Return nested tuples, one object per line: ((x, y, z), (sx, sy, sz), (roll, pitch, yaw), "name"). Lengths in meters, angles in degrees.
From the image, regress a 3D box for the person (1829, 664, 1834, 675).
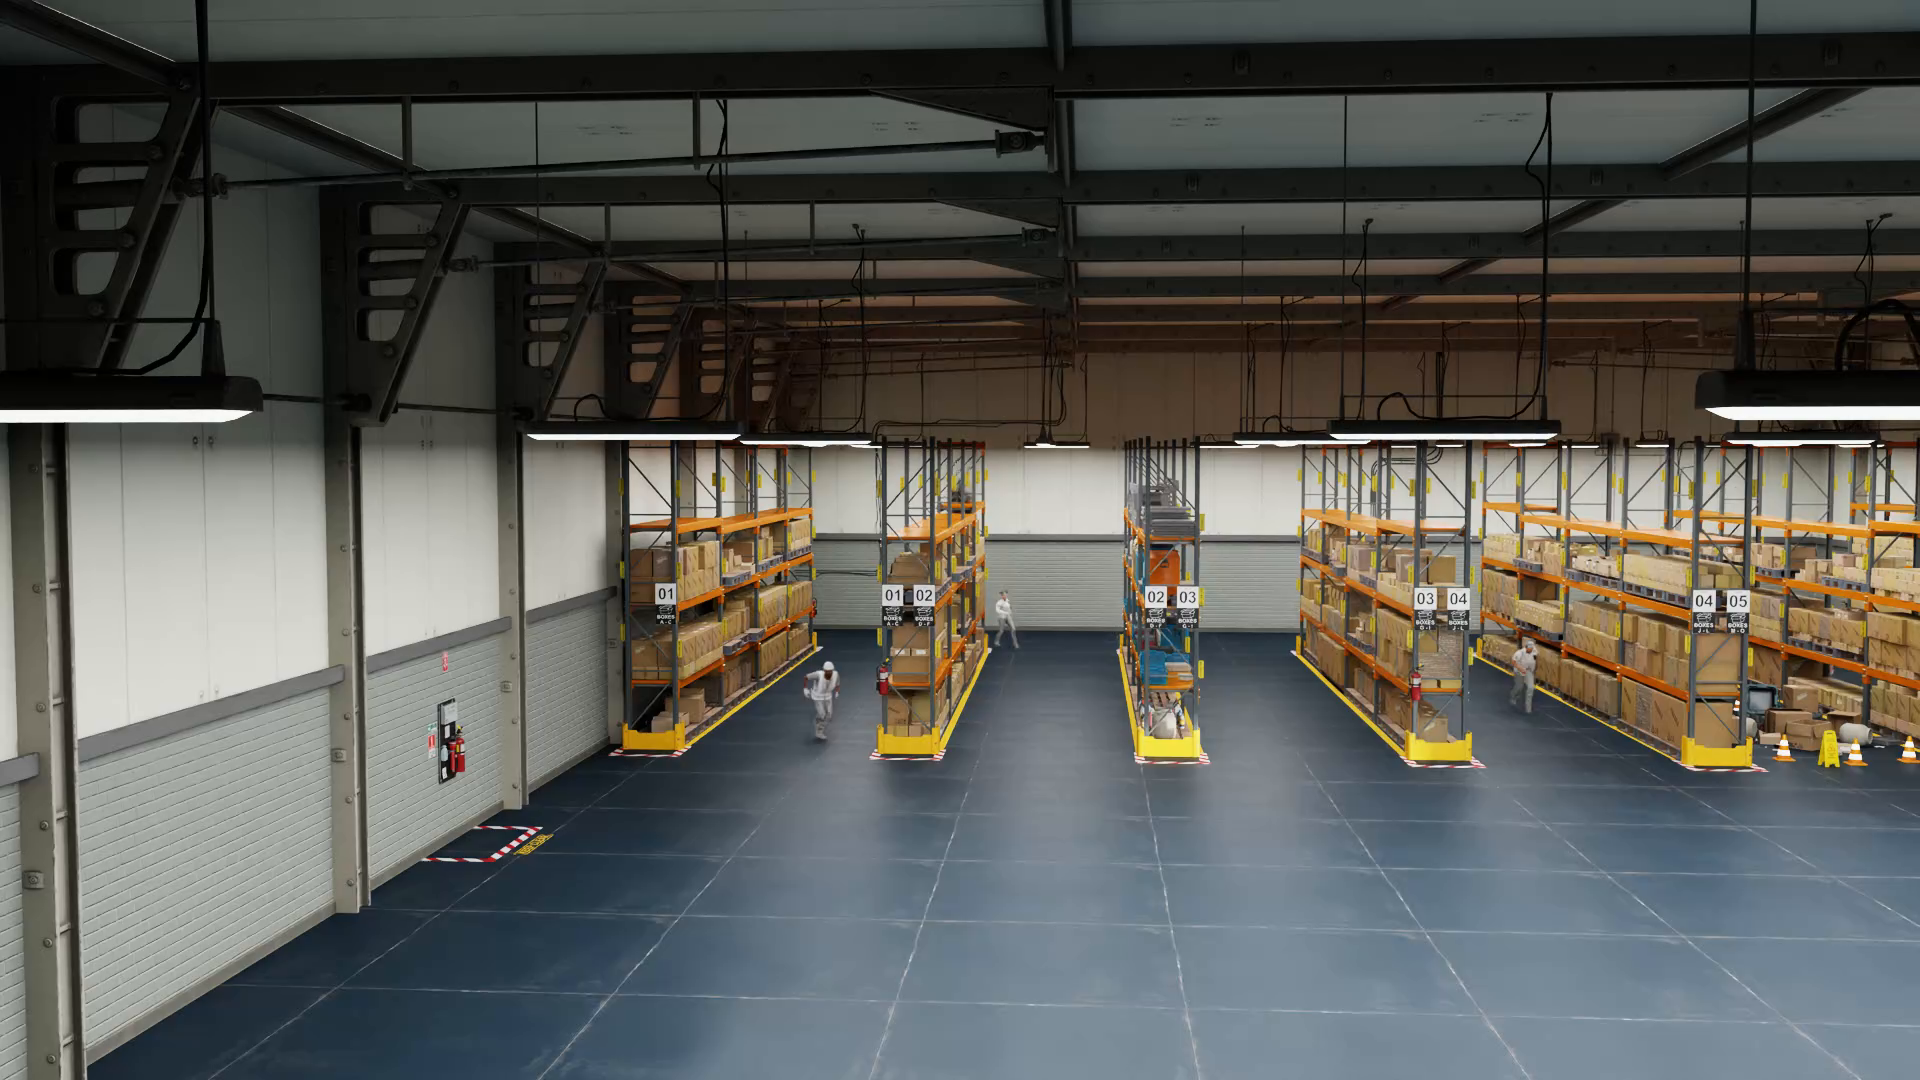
((21.817, 2.636, 42.165), (0.579, 1.693, 0.846), (0, 3, -2), "person")

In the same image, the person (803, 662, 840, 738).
((-2.722, 3.171, 32.851), (0.715, 1.590, 0.820), (-2, 3, -27), "person")

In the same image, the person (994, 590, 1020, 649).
((1.296, 2.306, 48.245), (0.615, 1.712, 0.870), (-2, 4, -35), "person")

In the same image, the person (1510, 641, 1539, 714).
((12.441, 2.990, 36.730), (0.641, 1.626, 1.028), (0, 3, -8), "person")
